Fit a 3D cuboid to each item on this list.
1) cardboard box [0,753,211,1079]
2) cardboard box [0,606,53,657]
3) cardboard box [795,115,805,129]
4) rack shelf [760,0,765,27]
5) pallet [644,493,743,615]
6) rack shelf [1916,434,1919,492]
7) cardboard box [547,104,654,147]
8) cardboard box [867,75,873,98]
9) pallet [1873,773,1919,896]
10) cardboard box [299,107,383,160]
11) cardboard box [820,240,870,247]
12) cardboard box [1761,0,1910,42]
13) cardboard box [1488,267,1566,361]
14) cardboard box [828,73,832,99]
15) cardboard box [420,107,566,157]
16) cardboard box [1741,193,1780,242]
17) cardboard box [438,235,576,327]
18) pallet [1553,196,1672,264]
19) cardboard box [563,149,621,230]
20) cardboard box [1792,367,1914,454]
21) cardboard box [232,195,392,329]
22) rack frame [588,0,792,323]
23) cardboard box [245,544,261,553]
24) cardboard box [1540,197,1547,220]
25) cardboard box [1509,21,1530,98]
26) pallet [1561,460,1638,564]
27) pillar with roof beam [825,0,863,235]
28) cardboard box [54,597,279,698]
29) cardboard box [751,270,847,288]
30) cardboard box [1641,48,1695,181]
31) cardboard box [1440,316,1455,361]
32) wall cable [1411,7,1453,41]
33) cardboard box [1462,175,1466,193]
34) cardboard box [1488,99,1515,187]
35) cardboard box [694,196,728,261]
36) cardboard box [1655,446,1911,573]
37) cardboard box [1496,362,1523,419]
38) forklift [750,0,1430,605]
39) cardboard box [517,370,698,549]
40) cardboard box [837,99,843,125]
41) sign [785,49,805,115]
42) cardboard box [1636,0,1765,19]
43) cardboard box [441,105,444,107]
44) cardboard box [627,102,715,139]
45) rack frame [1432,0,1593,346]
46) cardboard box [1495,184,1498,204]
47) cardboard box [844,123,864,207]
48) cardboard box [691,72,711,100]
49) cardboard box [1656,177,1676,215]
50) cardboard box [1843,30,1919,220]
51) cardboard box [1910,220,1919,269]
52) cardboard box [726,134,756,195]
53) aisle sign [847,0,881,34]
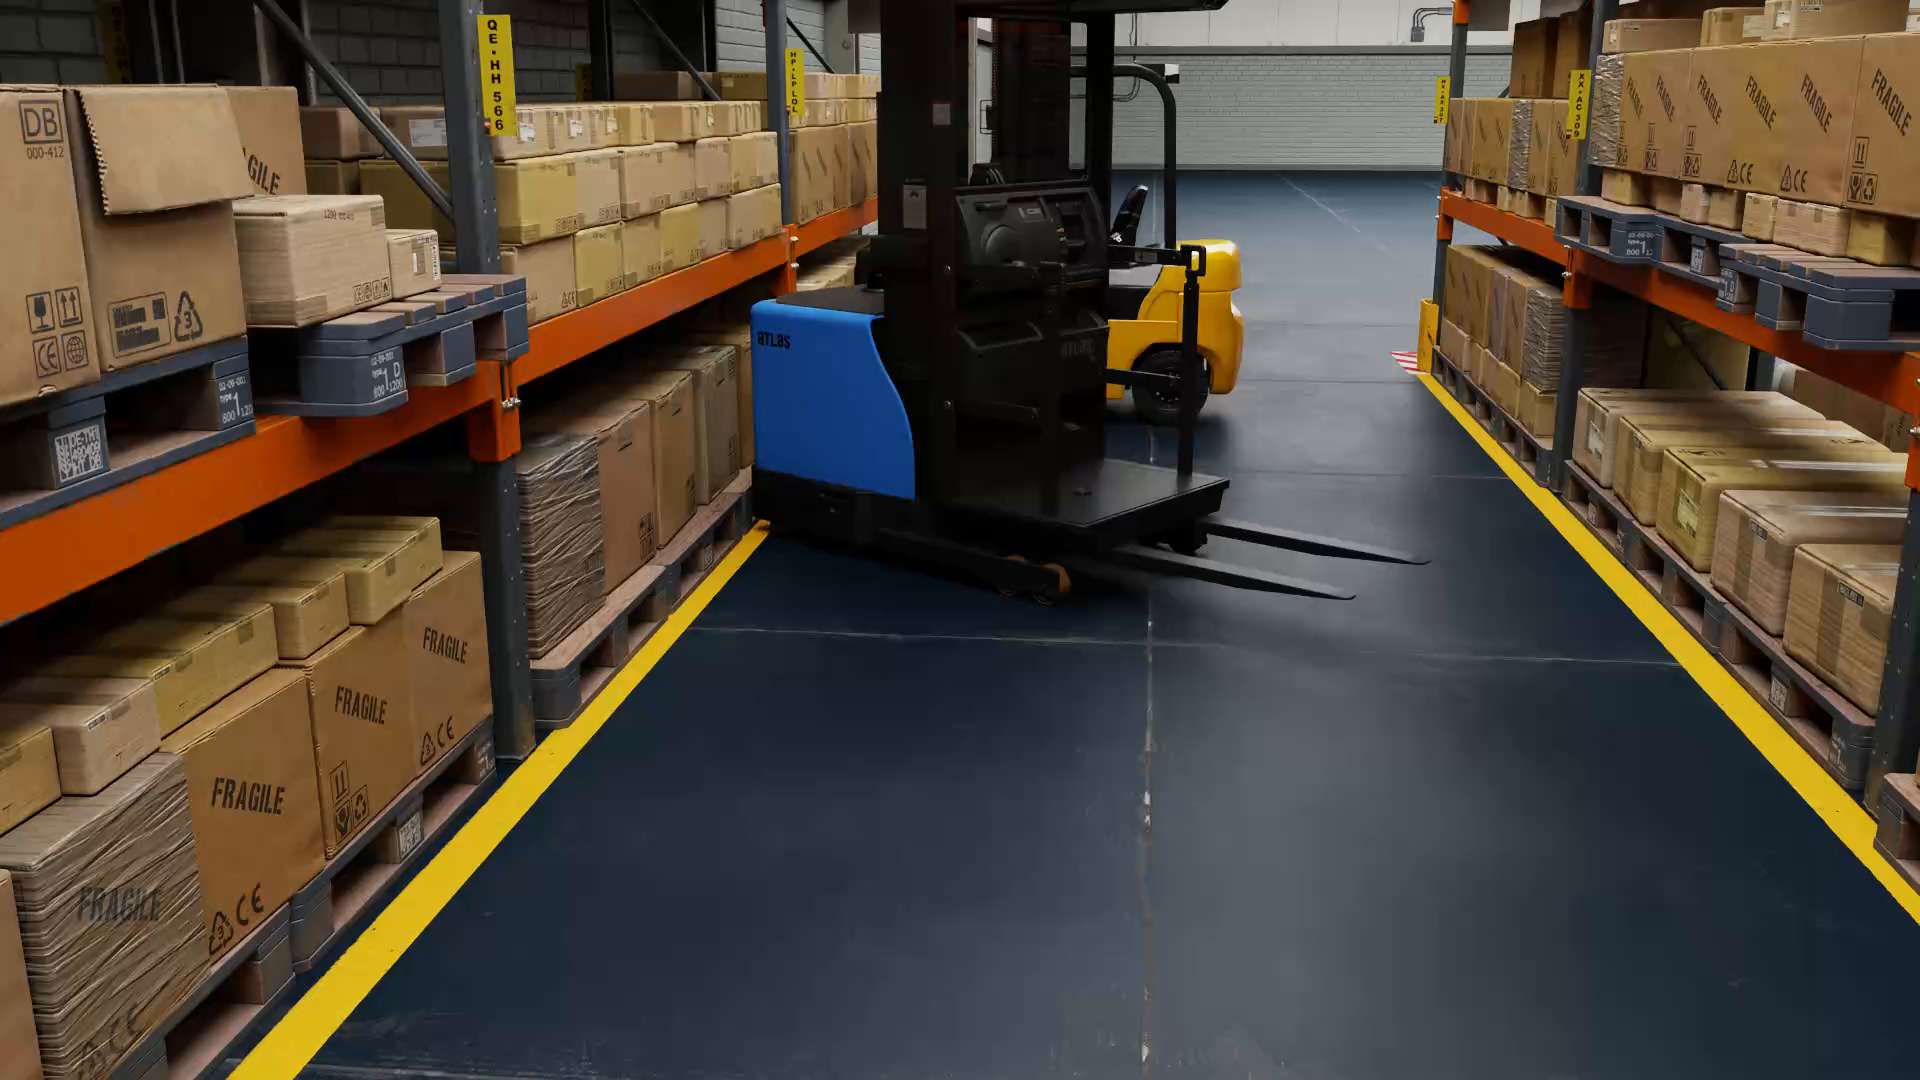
[{"bbox_3d":[-1.834,0.730,3.200,0.500,0.500,0.500,1,15,4],"label":"cardboard box"},{"bbox_3d":[-2.333,0.229,3.810,0.380,0.149,0.250,1,15,4],"label":"cardboard box"},{"bbox_3d":[-1.060,-2.331,9.103,0.380,0.149,0.250,2,15,8],"label":"cardboard box"},{"bbox_3d":[-1.159,-3.447,10.296,1.077,0.370,4.000,2,15,6],"label":"rack shelf"},{"bbox_3d":[-1.565,0.028,7.155,1.003,0.211,1.213,2,15,6],"label":"pallet"},{"bbox_3d":[2.870,0.221,2.477,1.077,0.370,4.000,2,15,6],"label":"rack shelf"},{"bbox_3d":[-1.373,-1.561,6.254,0.380,0.149,0.250,2,15,7],"label":"cardboard box"},{"bbox_3d":[-0.785,-3.004,11.023,0.380,0.149,0.250,2,15,8],"label":"cardboard box"},{"bbox_3d":[2.932,0.903,3.918,1.003,0.211,1.213,2,15,6],"label":"pallet"},{"bbox_3d":[-2.001,-1.242,5.075,0.380,0.149,0.250,2,15,8],"label":"cardboard box"},{"bbox_3d":[-0.728,-1.962,11.720,0.500,0.250,0.500,2,15,7],"label":"cardboard box"},{"bbox_3d":[3.000,-1.786,5.710,0.380,0.149,0.250,1,15,4],"label":"cardboard box"},{"bbox_3d":[3.460,-1.346,9.919,0.500,0.500,0.500,3,15,9],"label":"cardboard box"},{"bbox_3d":[-0.961,-2.676,9.806,0.380,0.149,0.250,1,15,5],"label":"cardboard box"},{"bbox_3d":[-1.479,-1.295,5.271,0.380,0.149,0.250,2,15,7],"label":"cardboard box"},{"bbox_3d":[2.895,-1.094,5.637,0.380,0.149,0.250,2,15,7],"label":"cardboard box"},{"bbox_3d":[-1.544,-0.826,5.257,0.500,0.250,0.500,2,15,6],"label":"cardboard box"},{"bbox_3d":[3.317,-1.396,7.446,1.003,0.211,1.213,2,15,6],"label":"pallet"},{"bbox_3d":[-1.486,-1.197,5.672,0.500,0.250,0.500,2,15,8],"label":"cardboard box"},{"bbox_3d":[5.020,-0.715,9.344,0.500,0.500,0.500,-14,20,-42],"label":"cardboard box"},{"bbox_3d":[-1.634,-0.638,3.756,0.500,0.250,0.500,1,15,4],"label":"cardboard box"},{"bbox_3d":[-1.385,-1.828,8.676,1.000,3.000,0.127,2,15,6],"label":"rack frame"},{"bbox_3d":[-2.162,0.315,4.737,0.500,0.500,0.500,2,15,8],"label":"cardboard box"},{"bbox_3d":[3.451,-1.848,9.232,0.380,0.149,0.250,1,15,5],"label":"cardboard box"},{"bbox_3d":[4.158,-3.256,11.279,0.700,0.500,0.500,1,15,5],"label":"cardboard box"},{"bbox_3d":[3.461,-0.135,7.755,1.003,0.211,1.213,2,15,6],"label":"pallet"},{"bbox_3d":[3.047,-7.037,16.446,9.100,9.000,0.400,2,15,6],"label":"pillar with roof beam"},{"bbox_3d":[-1.789,0.242,3.763,0.380,0.149,0.250,2,15,8],"label":"cardboard box"},{"bbox_3d":[-0.951,-1.435,9.768,0.500,0.250,0.500,2,15,6],"label":"cardboard box"},{"bbox_3d":[3.084,-1.706,6.660,0.500,0.500,0.500,2,15,6],"label":"cardboard box"},{"bbox_3d":[3.633,-1.394,11.536,0.500,0.250,0.500,2,15,6],"label":"cardboard box"},{"bbox_3d":[12.555,-15.471,41.123,2.305,6.003,0.169,2,15,6],"label":"wall cable"},{"bbox_3d":[3.755,-2.517,11.705,0.380,0.149,0.250,2,15,6],"label":"cardboard box"},{"bbox_3d":[3.509,-2.399,10.024,0.500,0.500,0.500,1,15,5],"label":"cardboard box"},{"bbox_3d":[-1.320,-1.359,7.227,0.500,0.250,0.500,2,15,7],"label":"cardboard box"},{"bbox_3d":[3.336,-0.114,6.566,0.950,0.372,0.625,2,15,8],"label":"cardboard box"},{"bbox_3d":[3.397,-0.858,9.551,0.500,0.250,0.500,1,15,5],"label":"cardboard box"},{"bbox_3d":[0.474,-1.309,6.888,3.031,2.935,1.130,13,20,39],"label":"forklift"},{"bbox_3d":[-1.611,-0.353,6.964,0.875,0.625,0.625,1,15,4],"label":"cardboard box"},{"bbox_3d":[-0.915,-2.595,10.080,0.380,0.149,0.250,1,15,4],"label":"cardboard box"},{"bbox_3d":[-0.845,-2.335,8.485,0.100,0.325,0.005,2,15,6],"label":"sign"},{"bbox_3d":[3.812,-2.465,8.354,0.700,0.500,0.500,2,15,6],"label":"cardboard box"},{"bbox_3d":[-1.927,-1.510,6.065,0.380,0.149,0.250,2,15,6],"label":"cardboard box"},{"bbox_3d":[-1.284,-1.827,7.236,0.380,0.149,0.250,1,15,5],"label":"cardboard box"},{"bbox_3d":[3.999,-2.720,11.975,1.000,3.000,0.127,2,15,6],"label":"rack frame"},{"bbox_3d":[3.589,-2.182,10.465,0.380,0.149,0.250,2,15,8],"label":"cardboard box"},{"bbox_3d":[-0.899,-2.380,10.527,0.500,0.500,0.500,2,15,7],"label":"cardboard box"},{"bbox_3d":[-1.580,-2.488,9.114,0.380,0.149,0.250,1,15,5],"label":"cardboard box"},{"bbox_3d":[3.107,-1.424,6.860,0.380,0.149,0.250,2,15,7],"label":"cardboard box"},{"bbox_3d":[2.871,-1.166,4.661,0.500,0.500,0.500,1,15,5],"label":"cardboard box"},{"bbox_3d":[2.899,-0.819,4.620,0.380,0.149,0.250,2,15,8],"label":"cardboard box"},{"bbox_3d":[-1.237,-1.728,7.637,0.500,0.250,0.500,1,15,5],"label":"cardboard box"},{"bbox_3d":[-0.634,-4.129,12.204,0.394,0.787,0.004,2,15,6],"label":"aisle sign"}]
